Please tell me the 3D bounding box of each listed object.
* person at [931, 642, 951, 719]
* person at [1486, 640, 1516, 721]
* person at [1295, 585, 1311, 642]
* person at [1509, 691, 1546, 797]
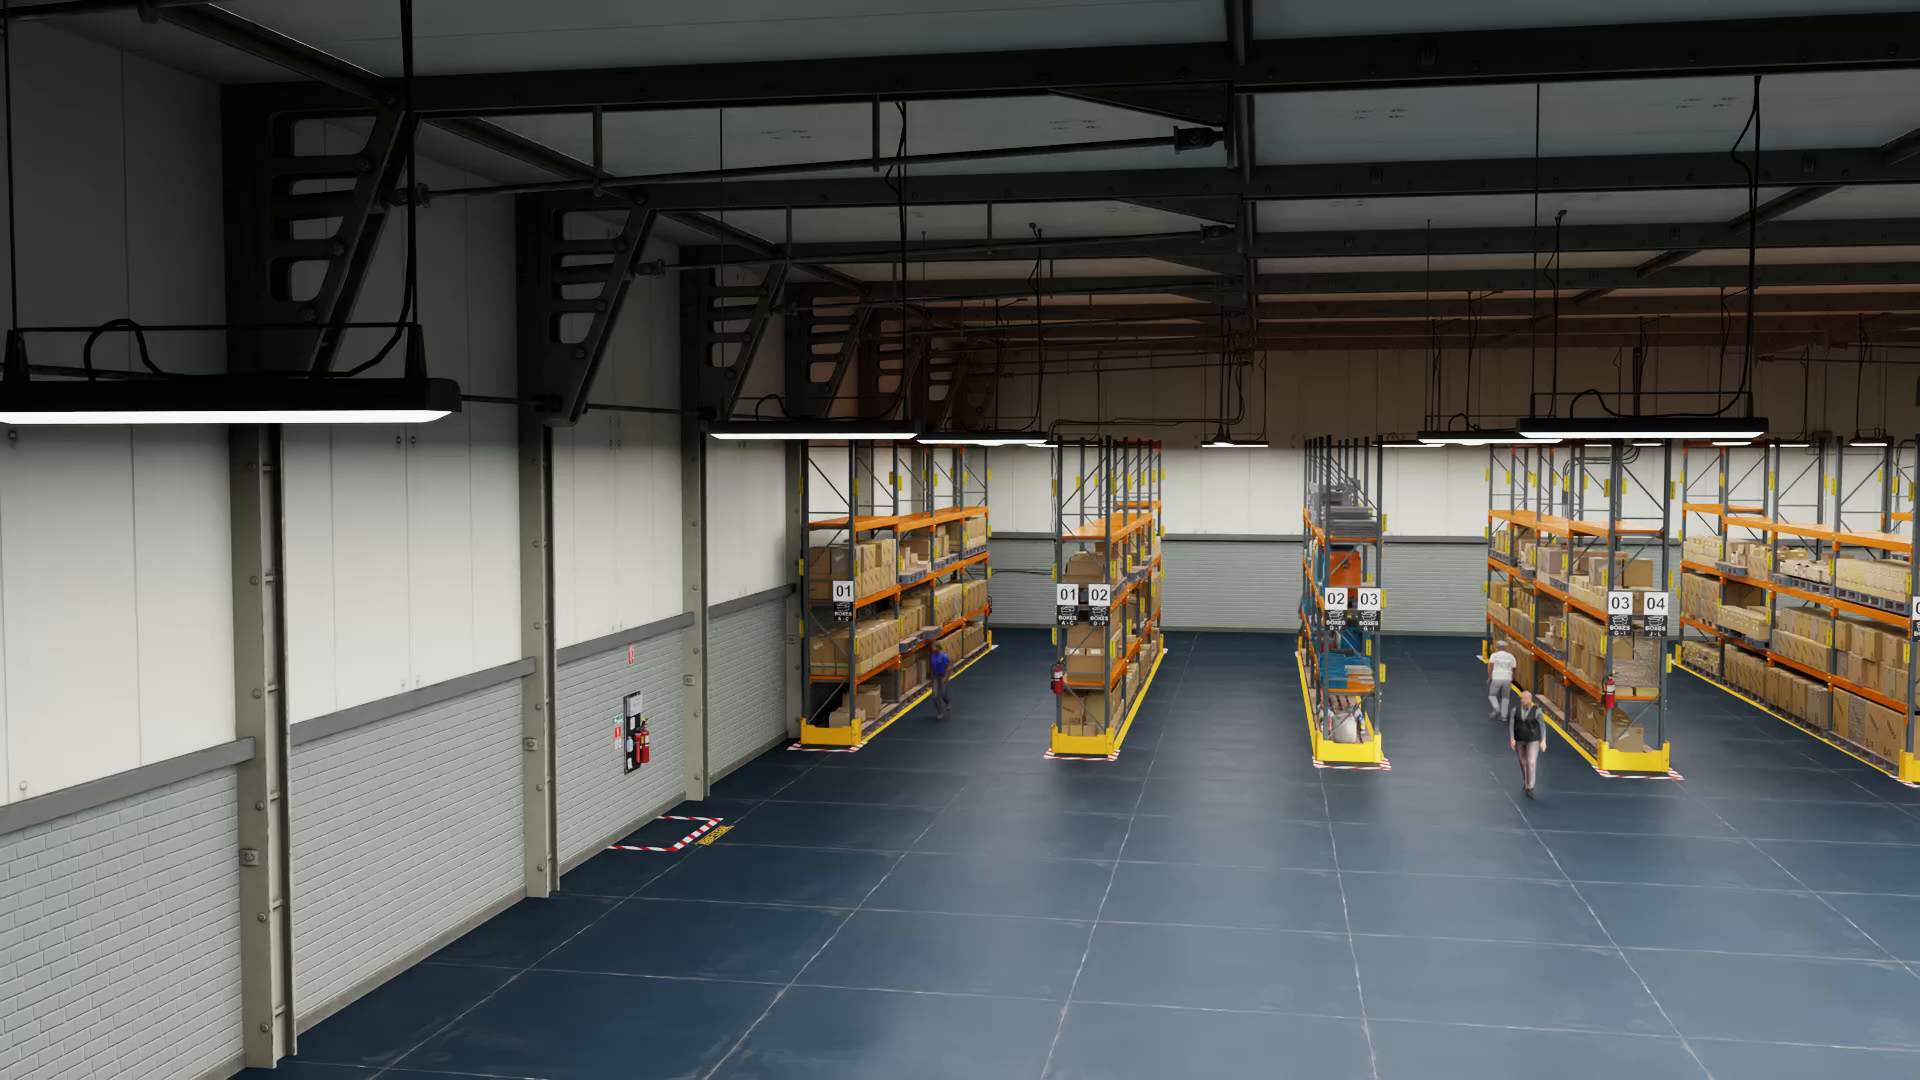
[{"bbox_3d":[-0.412,2.989,35.657,0.500,1.630,0.566,1,3,25],"label":"person"},{"bbox_3d":[11.524,2.981,35.408,0.620,1.662,0.738,1,3,12],"label":"person"},{"bbox_3d":[10.293,2.193,49.002,0.850,1.773,0.595,2,4,33],"label":"person"},{"bbox_3d":[9.402,3.357,27.645,0.576,1.684,0.886,3,4,39],"label":"person"}]
